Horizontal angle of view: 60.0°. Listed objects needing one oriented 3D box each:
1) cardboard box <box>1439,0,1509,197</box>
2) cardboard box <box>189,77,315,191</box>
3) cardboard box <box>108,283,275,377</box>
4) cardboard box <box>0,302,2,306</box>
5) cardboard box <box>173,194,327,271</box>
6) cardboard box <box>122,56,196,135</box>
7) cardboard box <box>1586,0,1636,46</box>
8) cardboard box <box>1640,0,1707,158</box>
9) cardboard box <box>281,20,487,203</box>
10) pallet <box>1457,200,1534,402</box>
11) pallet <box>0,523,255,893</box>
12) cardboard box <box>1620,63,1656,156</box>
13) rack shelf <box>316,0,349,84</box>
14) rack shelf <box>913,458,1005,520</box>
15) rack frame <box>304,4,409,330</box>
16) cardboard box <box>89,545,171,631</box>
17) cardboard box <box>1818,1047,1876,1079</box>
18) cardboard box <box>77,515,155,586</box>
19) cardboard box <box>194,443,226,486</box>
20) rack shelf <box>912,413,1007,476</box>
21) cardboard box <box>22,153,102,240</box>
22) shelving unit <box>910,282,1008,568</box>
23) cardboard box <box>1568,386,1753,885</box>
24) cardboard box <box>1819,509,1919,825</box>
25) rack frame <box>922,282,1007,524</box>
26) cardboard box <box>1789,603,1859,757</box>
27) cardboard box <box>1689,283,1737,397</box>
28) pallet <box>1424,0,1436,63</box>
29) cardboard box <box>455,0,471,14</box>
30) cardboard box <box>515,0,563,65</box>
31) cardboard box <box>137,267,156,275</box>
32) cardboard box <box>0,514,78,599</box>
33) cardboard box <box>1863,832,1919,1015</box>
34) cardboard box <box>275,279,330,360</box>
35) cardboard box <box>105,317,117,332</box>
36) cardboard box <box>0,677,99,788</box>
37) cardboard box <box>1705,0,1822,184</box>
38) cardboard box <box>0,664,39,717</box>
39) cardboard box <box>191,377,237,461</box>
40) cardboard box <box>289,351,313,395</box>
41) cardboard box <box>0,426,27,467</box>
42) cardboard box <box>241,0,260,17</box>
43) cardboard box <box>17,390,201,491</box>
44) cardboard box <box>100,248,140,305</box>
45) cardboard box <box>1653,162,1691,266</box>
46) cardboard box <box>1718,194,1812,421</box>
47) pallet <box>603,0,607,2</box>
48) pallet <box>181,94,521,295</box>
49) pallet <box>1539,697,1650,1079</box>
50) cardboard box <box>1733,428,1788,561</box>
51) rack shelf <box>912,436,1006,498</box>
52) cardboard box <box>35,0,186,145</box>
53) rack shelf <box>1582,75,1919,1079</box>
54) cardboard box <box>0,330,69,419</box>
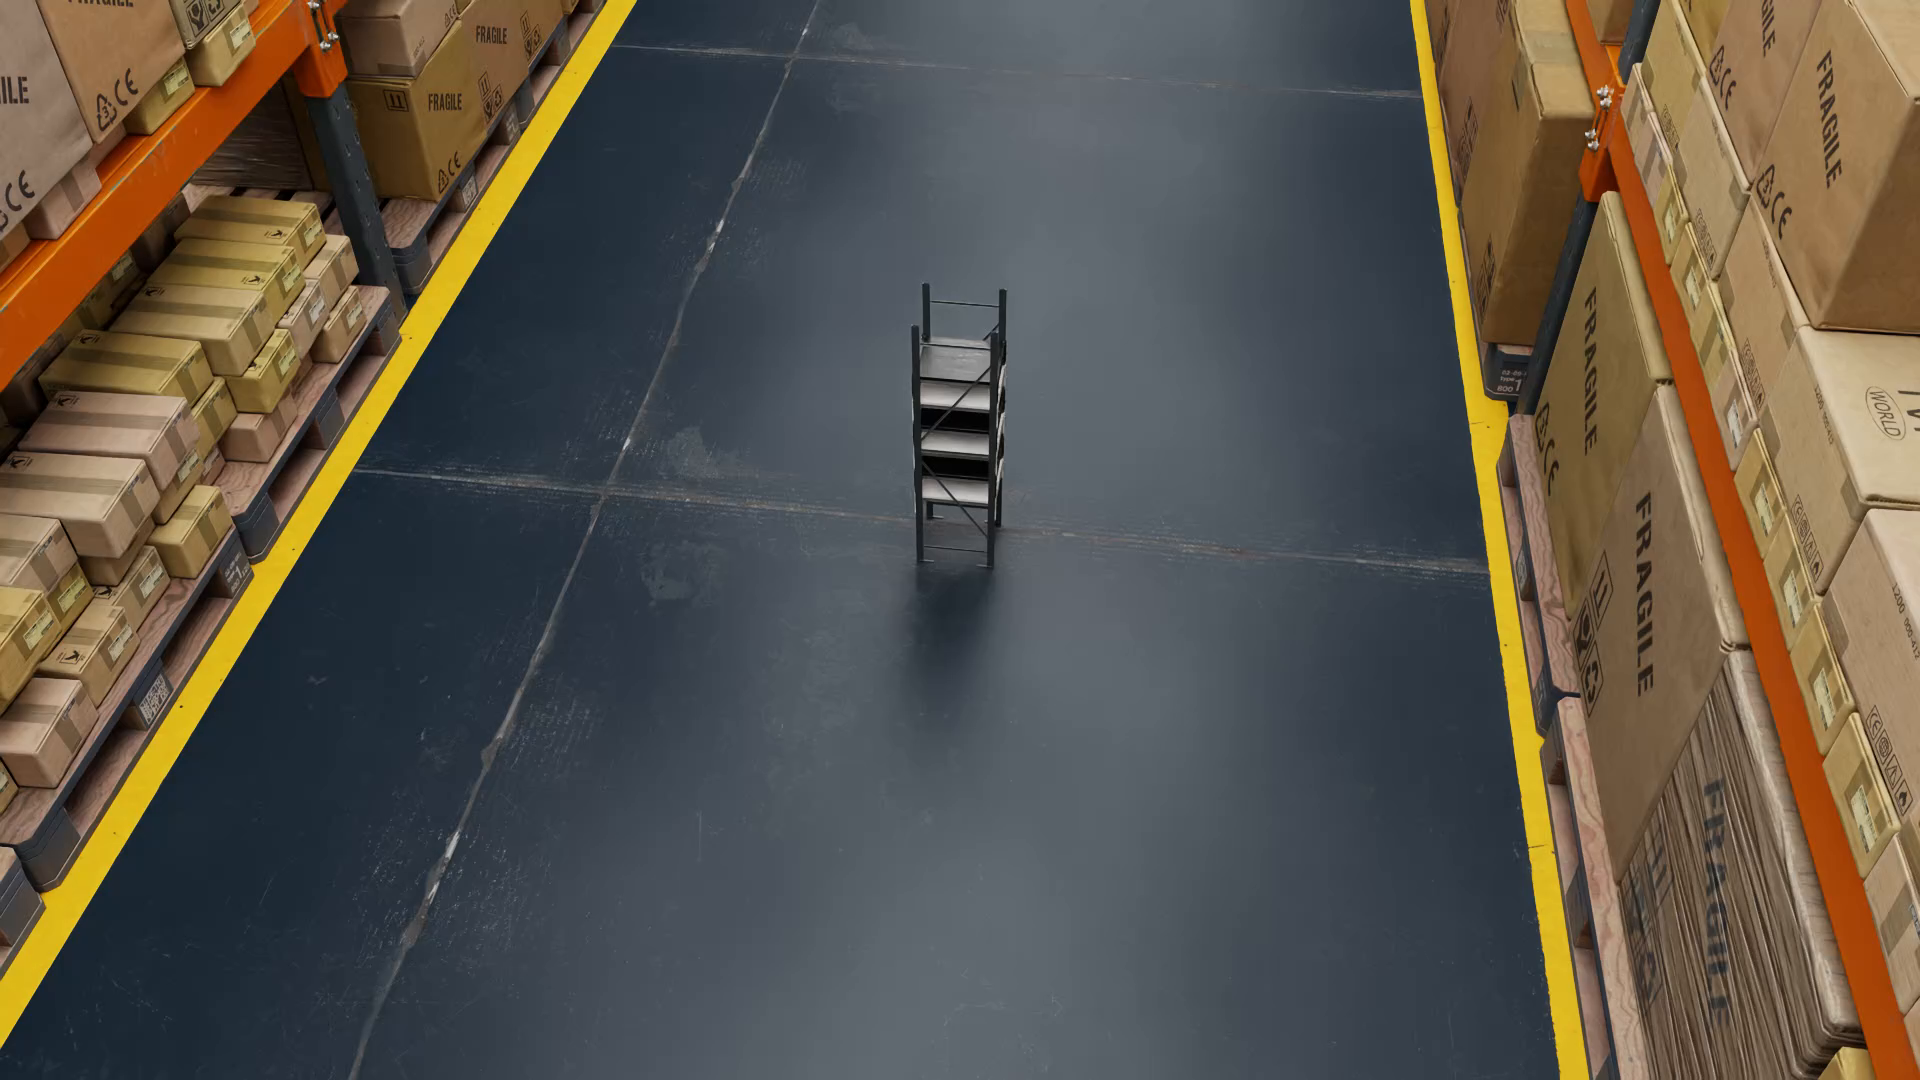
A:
[{"bbox_3d":[2.551,-1.834,6.245,1.225,0.875,0.875,4,44,4],"label":"cardboard box"},{"bbox_3d":[-2.686,-1.697,6.374,0.500,0.500,0.500,4,44,5],"label":"cardboard box"},{"bbox_3d":[-2.343,-0.644,5.084,0.380,0.149,0.250,5,44,5],"label":"cardboard box"},{"bbox_3d":[-2.475,-0.546,3.828,0.380,0.149,0.250,6,44,6],"label":"cardboard box"},{"bbox_3d":[-2.323,-0.992,5.452,0.380,0.149,0.250,6,44,7],"label":"cardboard box"},{"bbox_3d":[-2.360,-1.256,4.577,0.380,0.149,0.250,7,44,7],"label":"cardboard box"},{"bbox_3d":[2.160,-1.785,4.881,0.500,0.500,0.500,5,44,6],"label":"cardboard box"},{"bbox_3d":[2.047,-1.163,4.189,0.500,0.250,0.500,5,44,5],"label":"cardboard box"},{"bbox_3d":[-2.173,-1.650,6.323,0.500,0.500,0.500,7,44,7],"label":"cardboard box"},{"bbox_3d":[2.396,-0.926,6.074,1.003,0.211,1.213,5,44,6],"label":"pallet"},{"bbox_3d":[-2.747,0.382,4.693,1.003,0.211,1.213,5,44,6],"label":"pallet"},{"bbox_3d":[2.000,-1.143,4.458,0.380,0.149,0.250,5,44,6],"label":"cardboard box"},{"bbox_3d":[-2.270,-3.027,6.789,1.077,0.370,4.000,5,44,6],"label":"rack shelf"},{"bbox_3d":[-0.001,-0.166,5.081,0.258,0.077,0.200,5,44,6],"label":"rack shelf"},{"bbox_3d":[-2.534,-1.925,5.102,1.000,3.000,0.127,5,44,6],"label":"rack frame"},{"bbox_3d":[-2.486,0.133,4.696,0.380,0.149,0.250,6,44,6],"label":"cardboard box"},{"bbox_3d":[1.846,1.496,2.728,0.875,0.875,0.875,5,44,6],"label":"cardboard box"},{"bbox_3d":[-2.502,-0.019,4.640,0.380,0.149,0.250,3,44,4],"label":"cardboard box"},{"bbox_3d":[-2.492,-0.220,5.069,0.380,0.149,0.250,4,44,4],"label":"cardboard box"},{"bbox_3d":[-0.001,-0.297,4.958,0.258,0.077,0.200,5,44,6],"label":"rack shelf"},{"bbox_3d":[-2.425,-0.895,4.196,0.380,0.149,0.250,4,44,4],"label":"cardboard box"},{"bbox_3d":[-0.001,-0.321,4.935,0.258,0.900,0.210,5,44,6],"label":"shelving unit"},{"bbox_3d":[2.083,0.269,4.024,0.875,0.875,0.875,5,44,6],"label":"cardboard box"},{"bbox_3d":[1.776,0.220,2.729,0.500,0.250,0.500,4,44,4],"label":"cardboard box"},{"bbox_3d":[0.012,-0.391,5.008,0.240,0.900,0.006,5,44,6],"label":"rack frame"},{"bbox_3d":[1.728,0.266,2.970,0.380,0.149,0.250,5,44,6],"label":"cardboard box"},{"bbox_3d":[1.865,-0.431,3.706,0.380,0.149,0.250,5,44,5],"label":"cardboard box"},{"bbox_3d":[2.719,-2.589,7.830,1.003,0.211,1.213,5,44,6],"label":"pallet"},{"bbox_3d":[-2.107,-2.285,6.449,0.500,0.250,0.500,6,44,7],"label":"cardboard box"},{"bbox_3d":[-2.049,-2.369,7.082,0.500,0.500,0.500,6,44,6],"label":"cardboard box"},{"bbox_3d":[-2.899,-0.933,5.605,0.380,0.149,0.250,7,44,7],"label":"cardboard box"},{"bbox_3d":[-2.564,0.063,4.338,0.380,0.149,0.250,5,44,6],"label":"cardboard box"},{"bbox_3d":[1.662,0.620,2.596,0.380,0.149,0.250,6,44,6],"label":"cardboard box"},{"bbox_3d":[-2.284,-0.722,5.382,0.380,0.149,0.250,3,44,4],"label":"cardboard box"},{"bbox_3d":[-2.840,-0.583,5.235,0.380,0.149,0.250,5,44,5],"label":"cardboard box"},{"bbox_3d":[-2.496,0.491,4.318,0.380,0.149,0.250,3,44,3],"label":"cardboard box"},{"bbox_3d":[1.979,-1.093,3.570,0.500,0.500,0.500,5,44,6],"label":"cardboard box"},{"bbox_3d":[-2.625,0.342,4.259,0.380,0.149,0.250,7,44,8],"label":"cardboard box"},{"bbox_3d":[-2.432,-0.375,5.016,0.380,0.149,0.250,6,44,6],"label":"cardboard box"},{"bbox_3d":[-2.365,-0.575,5.444,0.380,0.149,0.250,6,44,7],"label":"cardboard box"},{"bbox_3d":[-2.938,-0.214,4.846,0.380,0.149,0.250,7,44,7],"label":"cardboard box"},{"bbox_3d":[-2.340,-1.618,4.960,0.380,0.149,0.250,5,44,5],"label":"cardboard box"},{"bbox_3d":[-2.399,-0.282,4.701,0.380,0.149,0.250,3,44,3],"label":"cardboard box"},{"bbox_3d":[-2.880,-0.860,5.312,0.380,0.149,0.250,7,44,8],"label":"cardboard box"},{"bbox_3d":[1.931,-0.784,4.079,0.380,0.149,0.250,7,44,7],"label":"cardboard box"},{"bbox_3d":[1.914,-0.471,3.458,0.500,0.250,0.500,6,44,7],"label":"cardboard box"},{"bbox_3d":[-2.110,-3.106,8.377,1.003,0.211,1.213,5,44,6],"label":"pallet"},{"bbox_3d":[-2.433,-1.443,6.621,1.003,0.211,1.213,5,44,6],"label":"pallet"},{"bbox_3d":[2.032,0.952,4.091,1.003,0.211,1.213,5,44,6],"label":"pallet"},{"bbox_3d":[1.796,-0.080,3.336,0.380,0.149,0.250,4,44,4],"label":"cardboard box"},{"bbox_3d":[-0.001,-0.232,5.020,0.258,0.077,0.200,5,44,6],"label":"rack shelf"},{"bbox_3d":[-2.388,-1.360,4.216,0.500,0.500,0.500,4,44,4],"label":"cardboard box"},{"bbox_3d":[2.105,0.219,3.361,1.077,0.370,4.000,5,44,6],"label":"rack shelf"},{"bbox_3d":[-2.877,-0.504,4.936,0.380,0.149,0.250,4,44,4],"label":"cardboard box"}]
